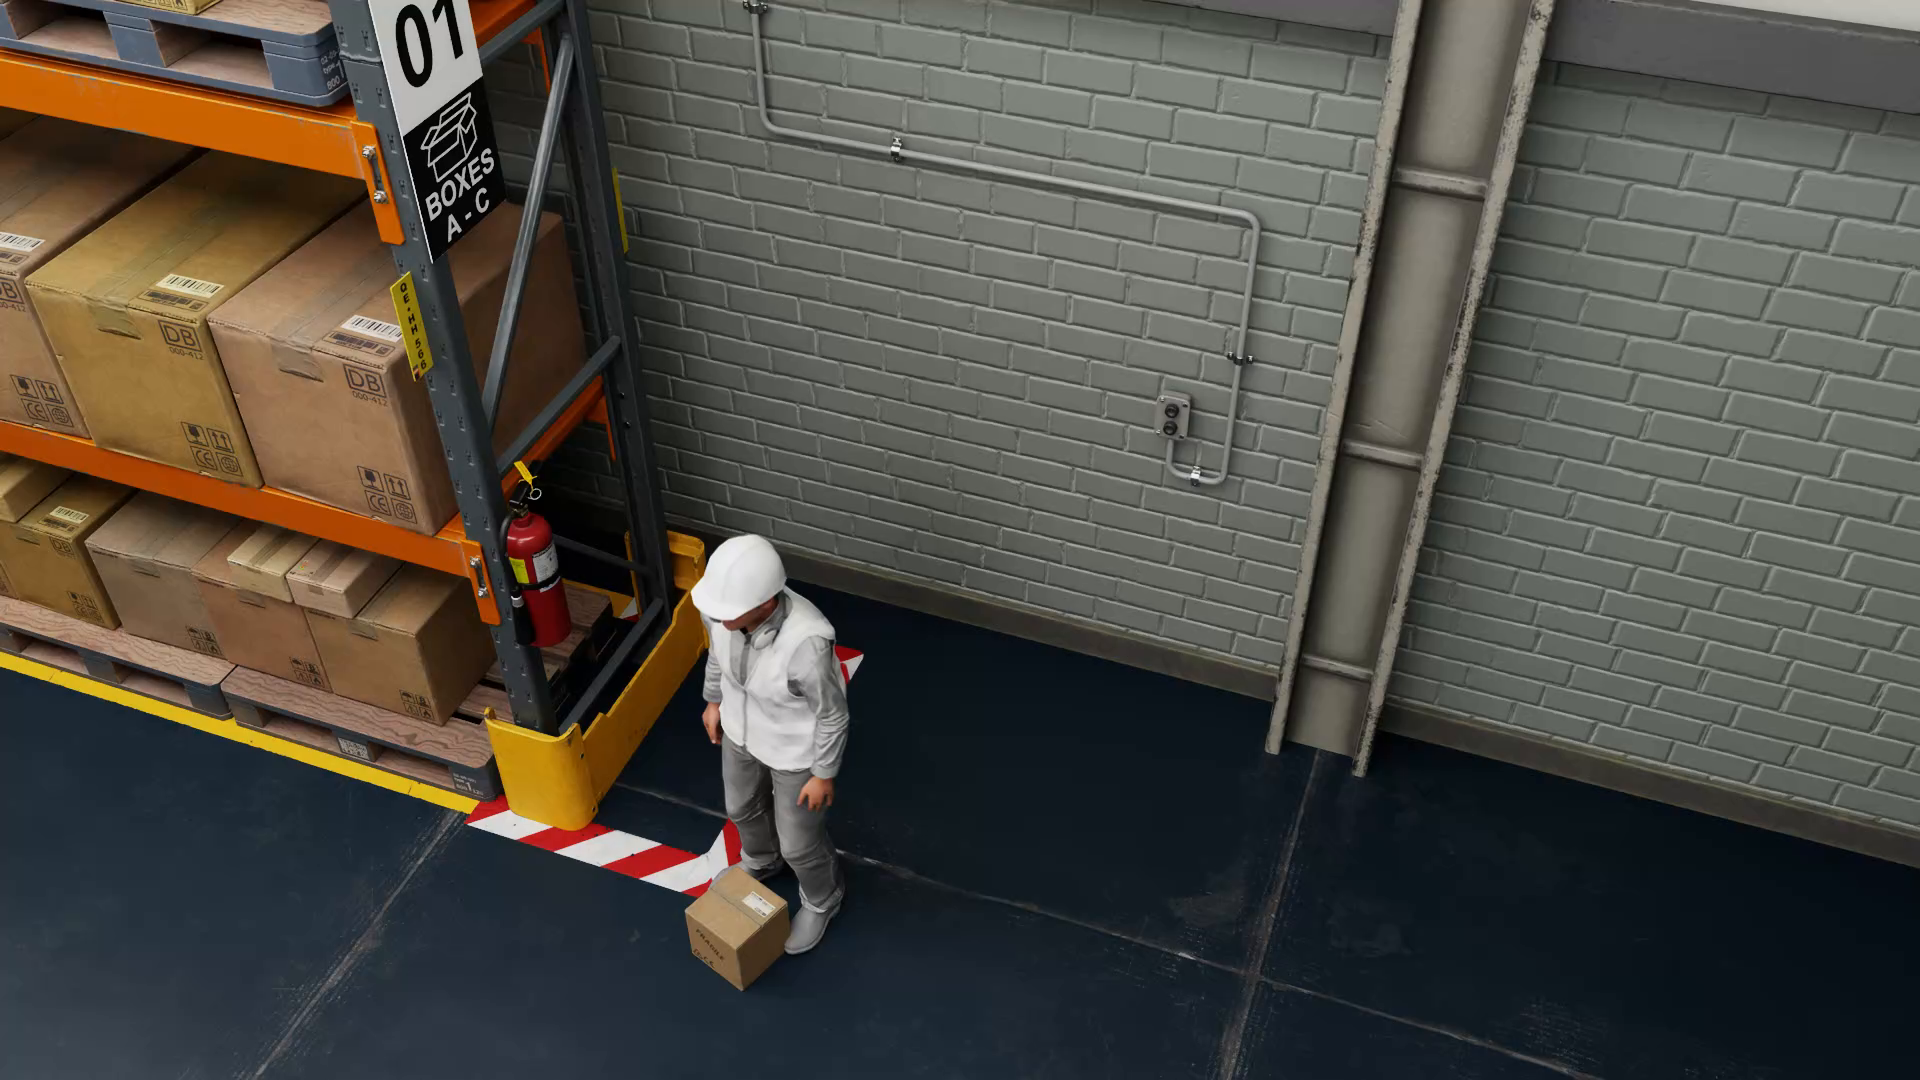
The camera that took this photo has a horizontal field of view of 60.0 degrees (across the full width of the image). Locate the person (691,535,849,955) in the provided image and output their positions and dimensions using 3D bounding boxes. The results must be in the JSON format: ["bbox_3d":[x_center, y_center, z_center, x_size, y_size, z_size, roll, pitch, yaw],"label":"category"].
[{"bbox_3d":[-0.604,0.640,5.408,0.580,1.771,0.463,30,49,29],"label":"person"}]
